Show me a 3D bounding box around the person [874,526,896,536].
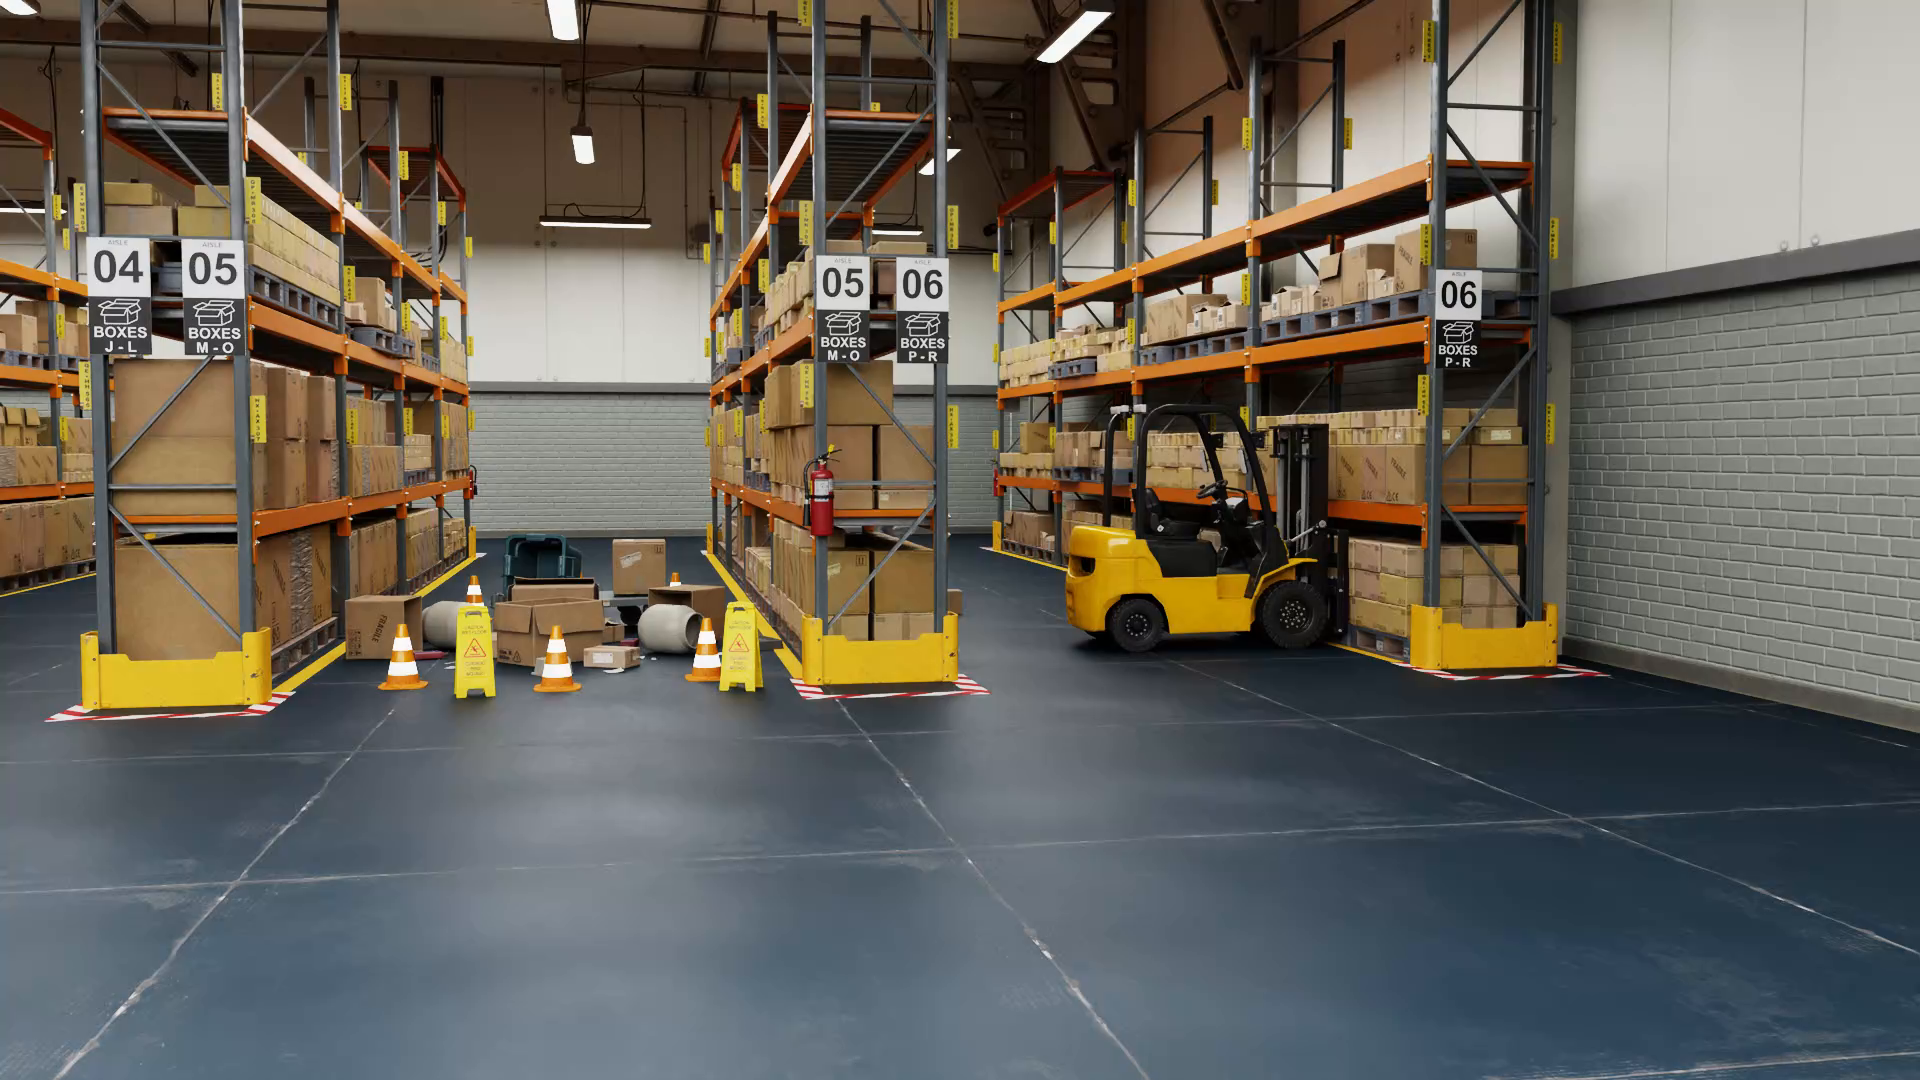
[{"bbox_3d":[-1.093,-0.338,22.948,0.487,1.651,0.819,-1,3,-10],"label":"person"}]
